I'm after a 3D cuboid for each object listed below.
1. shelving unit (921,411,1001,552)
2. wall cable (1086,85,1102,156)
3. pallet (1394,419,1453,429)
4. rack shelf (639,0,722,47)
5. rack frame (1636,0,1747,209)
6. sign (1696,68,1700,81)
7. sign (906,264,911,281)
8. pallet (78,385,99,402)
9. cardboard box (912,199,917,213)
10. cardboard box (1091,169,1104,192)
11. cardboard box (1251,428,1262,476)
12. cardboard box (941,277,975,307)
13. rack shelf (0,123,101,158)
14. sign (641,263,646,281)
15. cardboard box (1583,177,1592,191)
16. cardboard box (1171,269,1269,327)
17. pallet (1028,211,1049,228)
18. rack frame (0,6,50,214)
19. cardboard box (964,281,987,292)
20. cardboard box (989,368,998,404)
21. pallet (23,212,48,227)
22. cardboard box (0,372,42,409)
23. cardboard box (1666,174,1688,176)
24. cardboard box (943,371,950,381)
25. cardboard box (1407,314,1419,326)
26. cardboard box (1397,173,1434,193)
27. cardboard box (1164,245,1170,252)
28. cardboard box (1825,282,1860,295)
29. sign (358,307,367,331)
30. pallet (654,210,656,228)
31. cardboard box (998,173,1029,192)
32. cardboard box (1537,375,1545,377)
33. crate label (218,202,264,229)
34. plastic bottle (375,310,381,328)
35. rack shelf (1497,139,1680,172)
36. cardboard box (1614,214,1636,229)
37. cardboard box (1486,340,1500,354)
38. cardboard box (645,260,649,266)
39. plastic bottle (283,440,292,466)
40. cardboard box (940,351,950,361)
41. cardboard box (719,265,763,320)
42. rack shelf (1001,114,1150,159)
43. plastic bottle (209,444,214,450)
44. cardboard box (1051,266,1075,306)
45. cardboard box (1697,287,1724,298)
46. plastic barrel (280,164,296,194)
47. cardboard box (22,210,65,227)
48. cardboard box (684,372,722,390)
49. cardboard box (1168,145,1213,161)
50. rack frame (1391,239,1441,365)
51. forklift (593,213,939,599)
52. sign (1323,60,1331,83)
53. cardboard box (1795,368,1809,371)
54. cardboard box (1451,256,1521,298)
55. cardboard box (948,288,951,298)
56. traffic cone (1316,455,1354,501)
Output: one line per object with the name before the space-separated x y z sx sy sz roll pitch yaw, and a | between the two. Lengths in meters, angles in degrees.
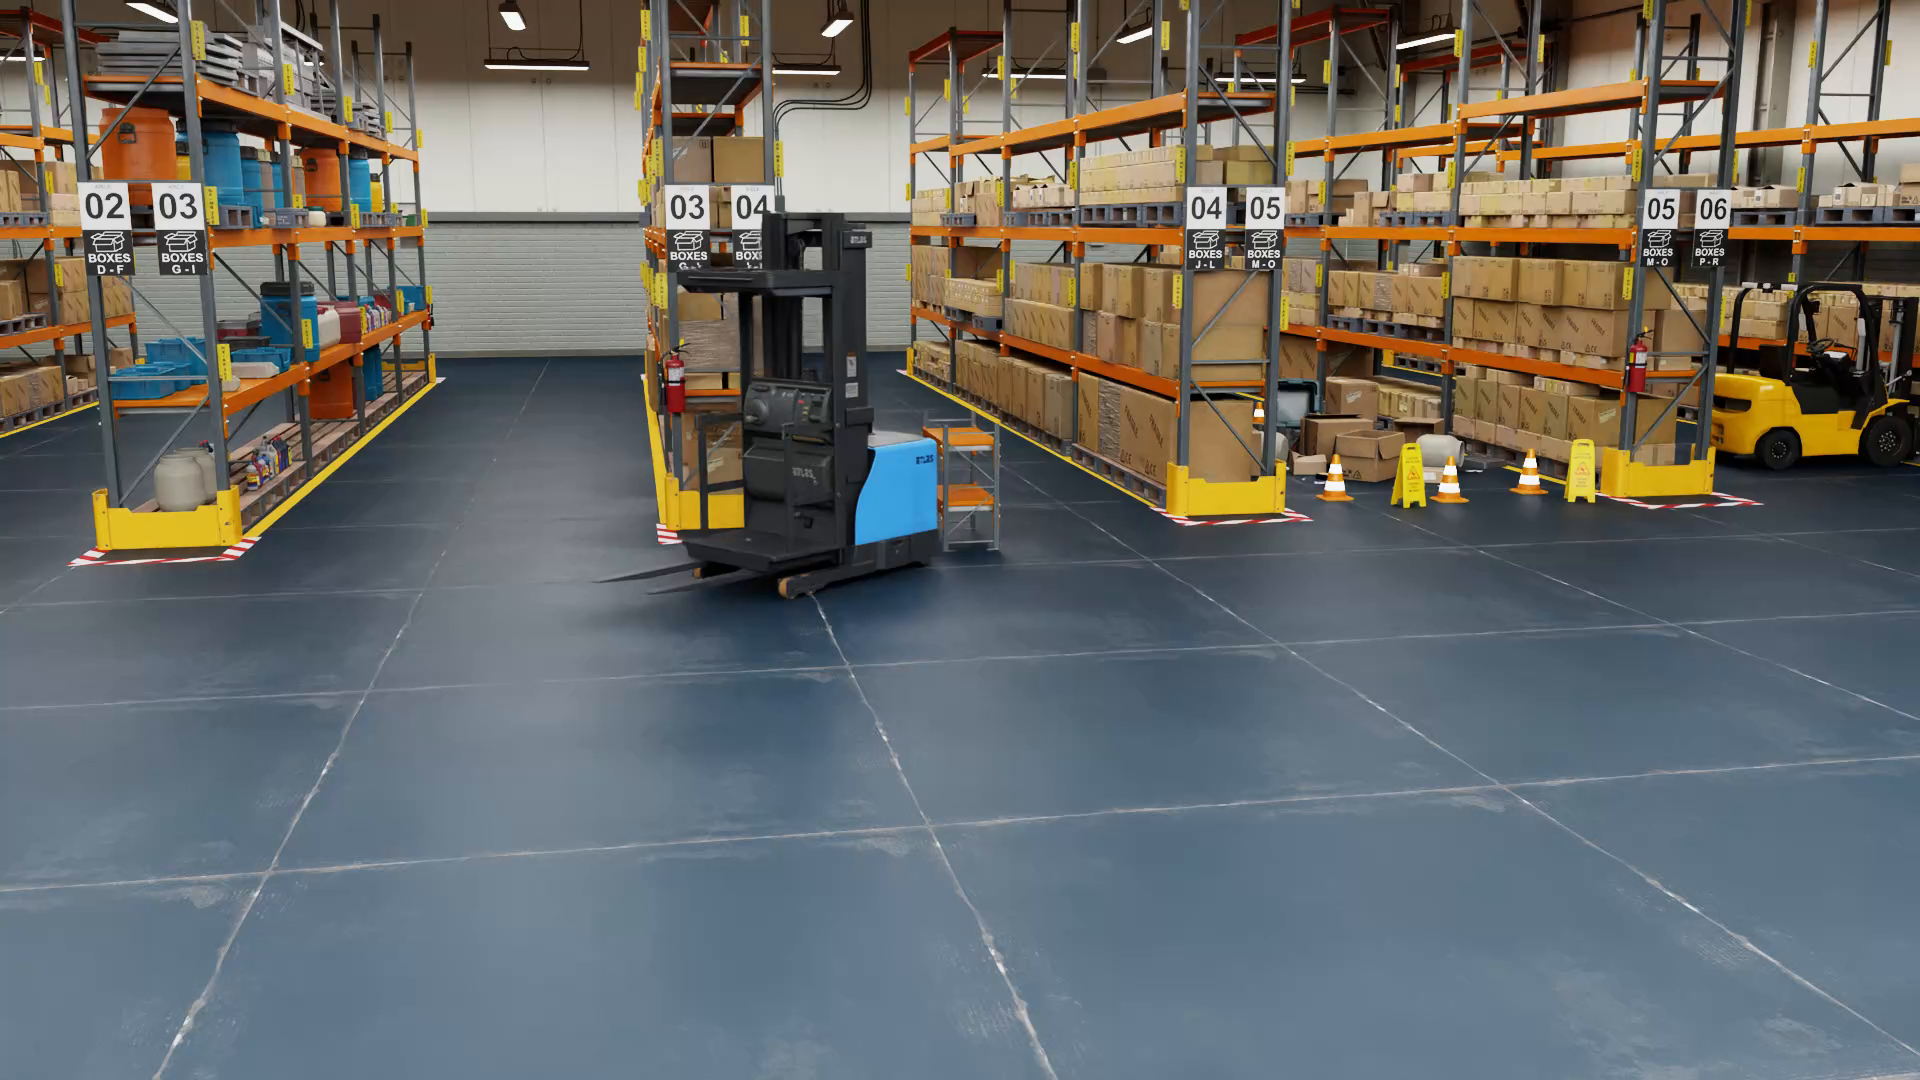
shelving unit | -0.001 -0.554 15.151 0.538 1.125 1.048 -2 11 -11
wall cable | 3.009 -8.877 37.823 0.463 3.000 0.029 -2 11 -11
pallet | 6.573 -1.469 22.404 1.003 0.211 1.213 -2 11 -11
rack shelf | -4.162 -7.663 24.477 1.077 0.370 4.000 -2 11 -11
rack frame | 7.504 -4.910 16.978 1.000 3.000 0.127 -2 11 -11
sign | 11.360 -7.116 25.646 0.100 0.325 0.005 -2 11 -11
sign | -0.976 -5.104 31.729 0.100 0.325 0.005 -2 11 -11
pallet | -14.642 -2.424 27.420 1.003 0.211 1.213 -2 11 -11
cardboard box | -0.612 -6.252 31.118 0.500 0.250 0.500 -2 11 -10
cardboard box | 1.810 -4.107 18.997 0.500 0.250 0.500 -2 11 -11
cardboard box | 3.199 -1.024 19.284 0.500 0.500 0.500 0 11 -1
cardboard box | -0.037 -4.239 28.434 0.500 0.500 0.500 -2 11 -11
rack shelf | -14.658 -6.402 26.754 1.077 0.370 4.000 -2 11 -11
sign | -5.874 -4.982 30.875 0.100 0.325 0.005 -2 11 -11
cardboard box | 7.070 -3.899 18.230 0.380 0.149 0.250 -2 11 -11
cardboard box | 2.634 -2.438 16.746 0.875 0.550 0.550 -2 11 -11
pallet | 1.510 -4.291 22.255 1.003 0.211 1.213 -2 11 -8
rack frame | -14.269 -6.391 24.759 1.000 3.000 0.127 -2 11 -11
cardboard box | 0.268 -3.965 26.015 0.380 0.149 0.250 -2 11 -9
cardboard box | 0.728 -2.321 24.983 0.500 0.500 0.500 -2 11 -11
pallet | -14.211 -4.703 24.415 1.213 0.211 1.003 -2 11 -11
cardboard box | -13.707 -2.169 24.130 0.500 0.500 0.500 -2 11 -10
cardboard box | 10.914 -5.159 24.650 0.700 0.500 0.500 -2 11 -12
cardboard box | -0.076 -2.830 28.599 0.380 0.149 0.250 -2 11 -10
cardboard box | 6.236 -2.958 22.320 0.380 0.149 0.250 -2 11 -12
cardboard box | 6.268 -4.836 22.554 0.500 0.250 0.500 -2 11 -10
cardboard box | 4.189 -5.681 32.398 0.380 0.149 0.250 -2 11 -10
cardboard box | 11.522 -3.278 21.652 0.380 0.149 0.250 -2 11 -10
sign | -8.093 -2.991 22.505 0.100 0.325 0.005 -2 11 -11
pallet | -3.215 -4.024 20.851 1.213 0.211 1.003 -2 11 -11
cardboard box | 0.778 -5.195 24.184 0.396 0.266 0.258 -2 11 -11
cardboard box | 7.104 -1.821 21.022 0.500 0.500 0.500 -2 11 -12
crate label | -7.115 -3.178 16.299 0.502 0.251 0.408 -2 11 -11
plastic bottle | -8.846 -3.342 25.118 0.152 0.276 0.135 -2 11 -11
rack shelf | 10.427 -6.375 27.671 1.077 0.370 4.000 -2 11 -11
cardboard box | 7.160 -3.368 17.572 0.380 0.149 0.250 -2 11 -11
cardboard box | 6.668 -2.365 20.324 0.380 0.149 0.250 -2 11 -9
cardboard box | -5.403 -4.788 29.983 0.500 0.500 0.500 -2 11 -12
plastic bottle | -7.436 -0.961 18.366 0.061 0.283 0.133 -2 11 -8
cardboard box | -0.135 -3.210 29.001 0.380 0.149 0.250 -2 11 -12
cardboard box | -2.057 -2.399 16.097 0.500 0.500 0.500 -2 11 -11
rack shelf | 1.501 -5.262 21.821 1.077 0.370 4.000 -2 11 -11
plastic bottle | -8.132 -0.901 18.070 0.152 0.276 0.135 -2 11 -9
cardboard box | 1.588 -3.316 21.707 0.700 0.500 0.500 -2 11 -11
cardboard box | 10.905 -3.579 24.028 0.380 0.149 0.250 -2 11 -13
plastic barrel | -8.557 -4.295 20.624 0.600 0.830 0.708 -2 11 -11
cardboard box | -14.121 -4.942 25.569 0.500 0.250 0.500 -2 11 -11
cardboard box | -2.475 -1.524 15.904 0.380 0.149 0.250 -2 11 -11
cardboard box | 2.270 -3.811 16.375 0.380 0.149 0.250 -2 11 -10
rack frame | 9.260 -5.078 33.909 1.000 3.000 0.127 -2 11 -11
forklift | -1.516 -1.089 13.131 1.130 2.935 3.031 9 14 39
sign | 5.404 -6.893 24.475 0.100 0.325 0.005 -2 11 -11
cardboard box | 11.380 -2.124 21.944 0.500 0.250 0.500 -2 11 -12
cardboard box | 6.599 -3.294 20.797 0.700 0.500 0.500 -2 11 -12
cardboard box | 0.012 -4.058 27.299 0.380 0.149 0.250 -2 11 -12
traffic cone | 3.958 -0.667 17.516 0.336 0.463 0.334 -2 11 -11
